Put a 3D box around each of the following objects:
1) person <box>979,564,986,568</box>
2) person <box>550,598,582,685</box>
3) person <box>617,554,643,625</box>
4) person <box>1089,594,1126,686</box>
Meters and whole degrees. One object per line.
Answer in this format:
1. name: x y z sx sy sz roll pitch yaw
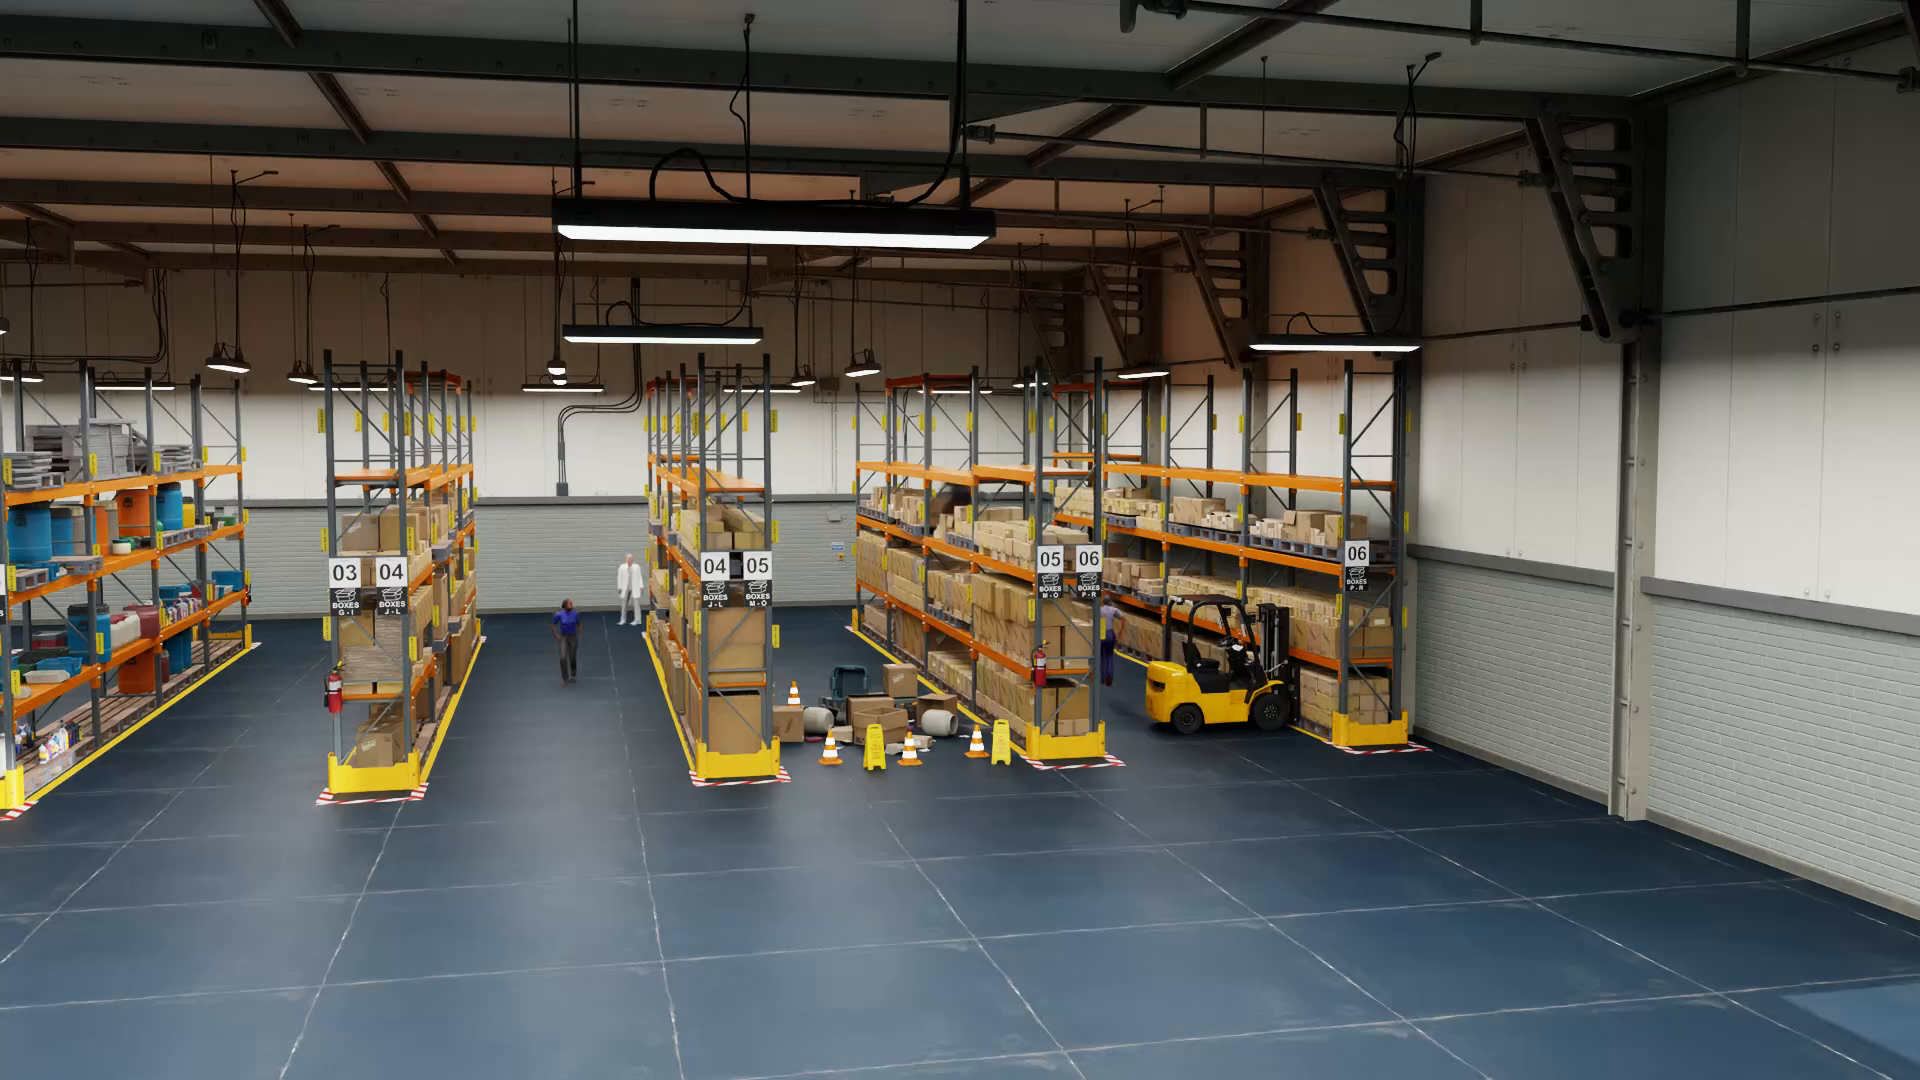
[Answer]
1. person: 0.435 1.199 42.228 1.053 1.747 0.685 -1 4 -15
2. person: -7.641 1.969 32.274 0.593 1.687 0.722 -1 4 -8
3. person: -8.238 1.332 41.521 0.631 1.576 0.468 0 4 0
4. person: 2.696 1.844 30.405 0.654 1.711 0.598 -1 4 -9
